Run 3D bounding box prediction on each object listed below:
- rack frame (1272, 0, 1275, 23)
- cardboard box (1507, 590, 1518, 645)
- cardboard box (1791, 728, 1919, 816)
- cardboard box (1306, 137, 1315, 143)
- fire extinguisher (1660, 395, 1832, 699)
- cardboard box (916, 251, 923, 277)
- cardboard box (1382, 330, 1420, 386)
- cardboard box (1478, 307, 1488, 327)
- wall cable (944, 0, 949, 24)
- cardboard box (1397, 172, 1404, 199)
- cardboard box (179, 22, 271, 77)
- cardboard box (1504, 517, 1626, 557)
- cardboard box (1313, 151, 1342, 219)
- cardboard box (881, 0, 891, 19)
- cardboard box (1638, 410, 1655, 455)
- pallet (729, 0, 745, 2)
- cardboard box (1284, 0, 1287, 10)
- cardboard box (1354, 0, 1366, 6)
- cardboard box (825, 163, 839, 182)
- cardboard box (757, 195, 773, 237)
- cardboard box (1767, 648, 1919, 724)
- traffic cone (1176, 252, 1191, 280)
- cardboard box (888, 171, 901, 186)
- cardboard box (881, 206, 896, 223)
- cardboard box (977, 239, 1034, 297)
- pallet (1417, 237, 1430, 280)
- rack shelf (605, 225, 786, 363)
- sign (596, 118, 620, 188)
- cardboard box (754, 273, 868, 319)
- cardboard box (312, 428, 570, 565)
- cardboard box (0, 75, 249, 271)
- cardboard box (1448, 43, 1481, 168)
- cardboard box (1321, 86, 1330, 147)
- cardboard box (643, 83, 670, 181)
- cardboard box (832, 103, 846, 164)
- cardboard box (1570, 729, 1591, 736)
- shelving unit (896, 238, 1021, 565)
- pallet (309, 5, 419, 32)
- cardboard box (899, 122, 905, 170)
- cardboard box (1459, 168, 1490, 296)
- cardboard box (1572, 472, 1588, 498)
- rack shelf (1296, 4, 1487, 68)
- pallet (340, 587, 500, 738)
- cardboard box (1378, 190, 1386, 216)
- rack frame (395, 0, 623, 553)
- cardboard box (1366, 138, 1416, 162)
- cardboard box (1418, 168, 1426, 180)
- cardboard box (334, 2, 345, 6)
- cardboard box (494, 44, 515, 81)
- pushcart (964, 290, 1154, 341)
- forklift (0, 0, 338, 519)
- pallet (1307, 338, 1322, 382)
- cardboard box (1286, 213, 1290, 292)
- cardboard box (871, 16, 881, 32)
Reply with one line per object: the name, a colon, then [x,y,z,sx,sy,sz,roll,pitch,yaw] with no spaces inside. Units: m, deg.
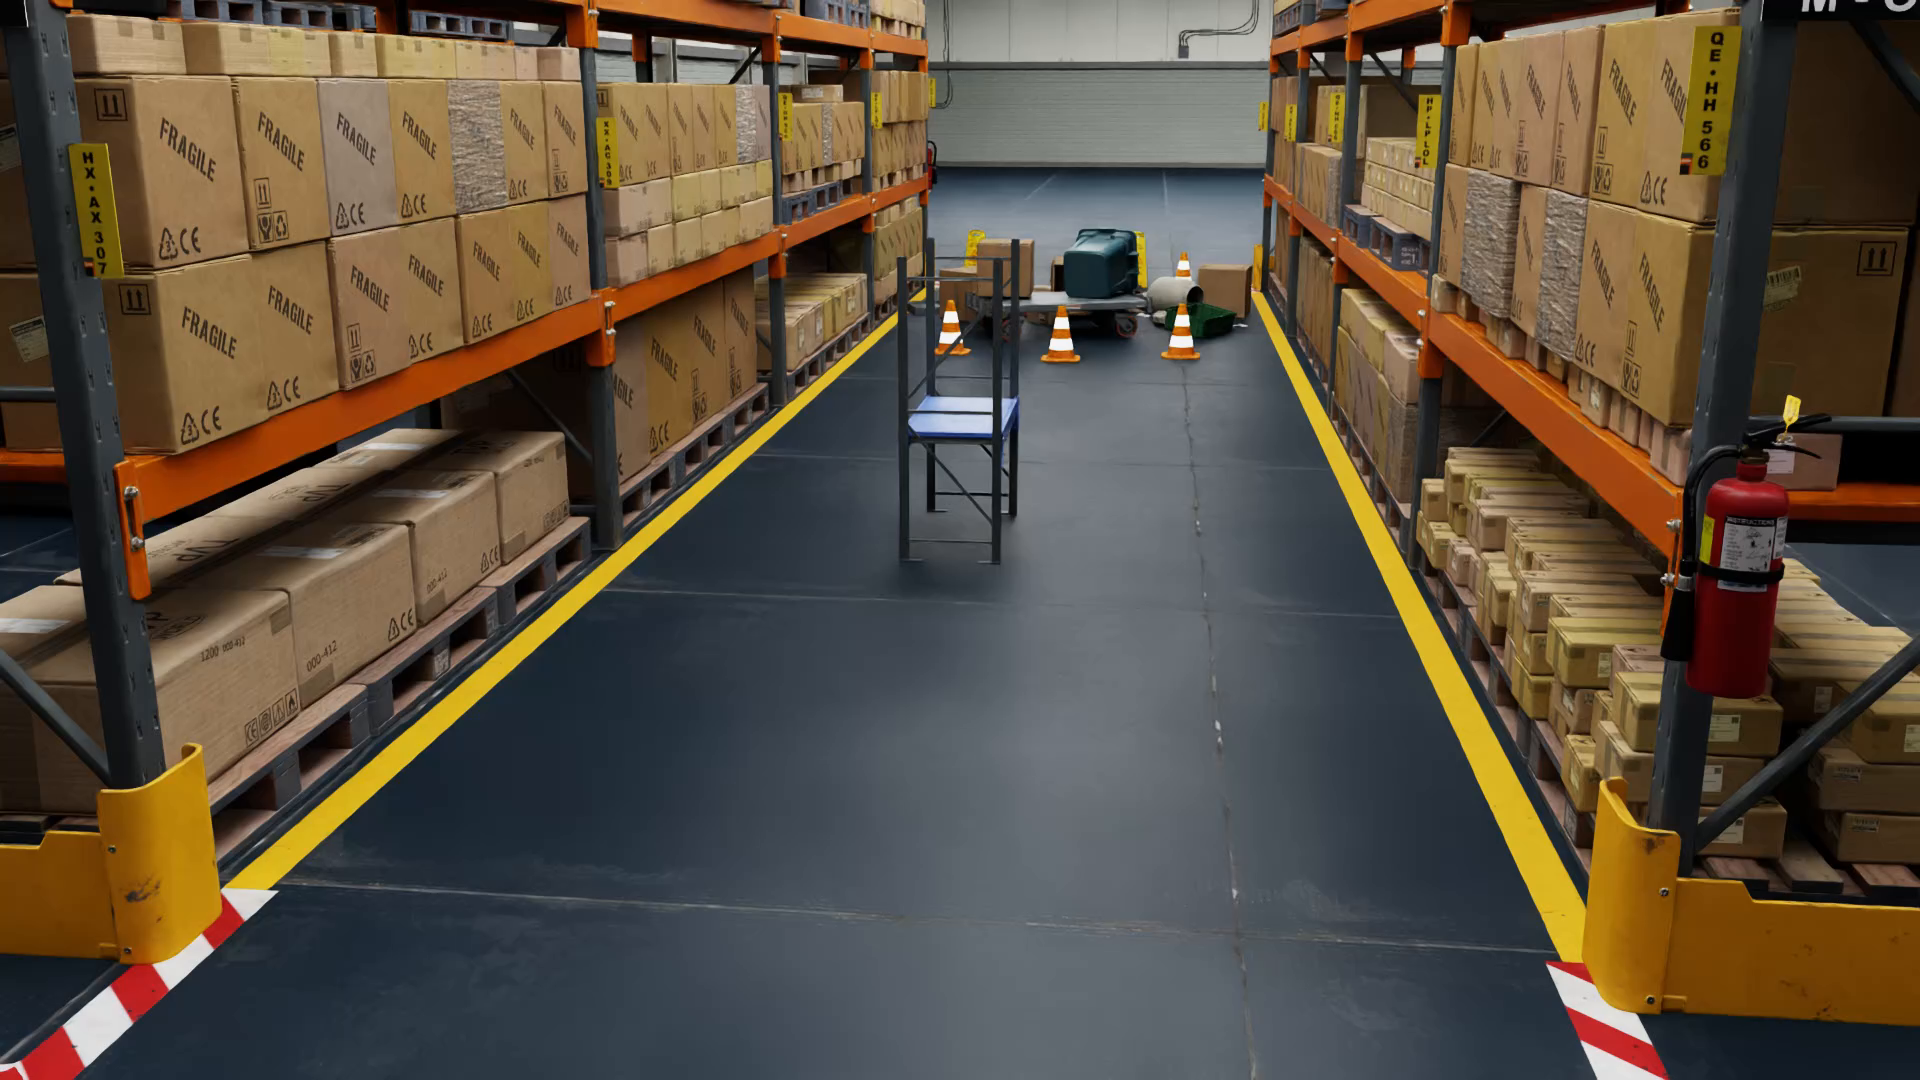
rack frame: [4.047,-7.302,18.428,1.000,3.000,0.127,2,15,6]
cardboard box: [2.167,0.293,5.920,0.380,0.149,0.250,2,15,9]
cardboard box: [2.556,0.645,4.617,0.380,0.149,0.250,2,15,9]
cardboard box: [3.625,-3.537,15.710,0.875,0.550,0.550,2,15,6]
fire extinguisher: [1.754,0.013,3.731,0.296,0.674,0.183,2,15,6]
cardboard box: [-0.710,-3.177,19.129,0.500,0.250,0.500,2,15,6]
cardboard box: [2.597,-0.985,9.108,0.500,0.250,0.500,2,15,9]
cardboard box: [2.402,-0.969,6.980,0.380,0.149,0.250,1,15,4]
wall cable: [0.930,-16.778,49.745,3.097,2.526,0.112,2,15,6]
cardboard box: [2.720,-2.033,9.540,0.380,0.149,0.250,2,15,8]
cardboard box: [-2.271,-1.438,4.884,0.380,0.149,0.250,2,15,8]
cardboard box: [2.313,0.017,6.369,0.380,0.149,0.250,1,15,4]
cardboard box: [3.042,-2.763,12.943,0.500,0.500,0.500,1,15,5]
cardboard box: [-0.964,-5.248,16.293,0.500,0.250,0.500,2,15,6]
cardboard box: [2.063,-0.291,4.475,0.380,0.149,0.250,2,15,6]
pallet: [-1.929,-3.349,9.916,1.003,0.211,1.213,2,15,9]
cardboard box: [3.519,-5.511,17.035,0.380,0.149,0.250,2,15,7]
cardboard box: [2.815,-3.687,10.614,0.500,0.500,0.500,2,15,6]
cardboard box: [-1.248,-3.164,14.294,0.380,0.149,0.250,2,15,6]
cardboard box: [-1.585,-2.240,11.486,0.500,0.250,0.500,1,15,4]
cardboard box: [2.550,0.429,4.847,0.380,0.149,0.250,2,15,7]
traffic cone: [2.576,-3.086,19.187,0.336,0.463,0.334,2,15,6]
cardboard box: [-0.826,-3.771,17.342,0.380,0.149,0.250,2,15,7]
cardboard box: [-0.870,-3.348,17.081,0.380,0.149,0.250,2,15,8]
cardboard box: [0.438,-2.603,15.879,0.500,0.500,0.500,2,15,6]
pallet: [2.924,-1.395,8.443,1.003,0.211,1.213,2,15,6]
rack shelf: [-2.011,-1.585,10.155,1.077,0.370,4.000,2,15,6]
sign: [-1.685,-1.854,7.961,0.100,0.325,0.005,2,15,6]
cardboard box: [-1.391,-2.286,15.601,0.950,0.372,0.625,2,15,7]
cardboard box: [-2.415,-0.220,7.832,0.875,0.438,0.875,1,15,5]
cardboard box: [-2.351,-1.023,4.592,0.500,0.500,0.500,1,15,5]
cardboard box: [2.400,-1.859,7.112,0.500,0.500,0.500,2,15,8]
cardboard box: [3.489,-3.637,14.260,0.700,0.500,0.500,1,15,5]
cardboard box: [-1.872,-2.183,8.881,0.500,0.500,0.500,2,15,6]
cardboard box: [-1.277,-3.494,14.271,0.500,0.500,0.500,2,15,8]
cardboard box: [2.137,0.639,5.211,0.380,0.149,0.250,2,15,6]
shelving unit: [0.010,-0.746,8.548,0.538,1.500,1.048,2,15,6]
pallet: [-6.196,-5.261,16.794,1.003,0.211,1.213,2,15,6]
cardboard box: [-0.867,-4.178,17.607,0.500,0.500,0.500,2,15,7]
cardboard box: [2.338,-1.236,6.726,0.500,0.500,0.500,2,15,6]
cardboard box: [2.922,-0.240,7.321,0.380,0.149,0.250,2,15,7]
rack shelf: [3.370,-3.951,13.158,1.077,0.370,4.000,2,15,6]
pallet: [-2.536,0.445,6.613,1.003,0.211,1.213,2,15,6]
cardboard box: [2.804,-2.093,10.333,0.380,0.149,0.250,2,15,9]
rack frame: [-2.237,-1.413,8.143,1.000,3.000,0.127,2,15,6]
cardboard box: [2.899,-2.585,11.011,0.380,0.149,0.250,2,15,6]
cardboard box: [2.634,-1.977,8.765,0.380,0.149,0.250,2,15,6]
cardboard box: [-5.914,-5.319,16.324,0.380,0.149,0.250,2,15,7]
cardboard box: [-2.131,-2.039,7.105,0.380,0.149,0.250,2,15,6]
pushcart: [0.937,-2.168,15.958,1.648,0.377,0.936,-4,16,-13]
forklift: [-5.228,-1.691,9.300,3.031,2.935,1.130,3,15,11]
pallet: [3.448,-1.503,13.816,1.003,0.211,1.213,2,15,6]
cardboard box: [3.834,-2.941,17.057,0.875,0.875,0.875,2,15,7]
cardboard box: [-0.968,-4.955,15.975,0.380,0.149,0.250,2,15,6]
